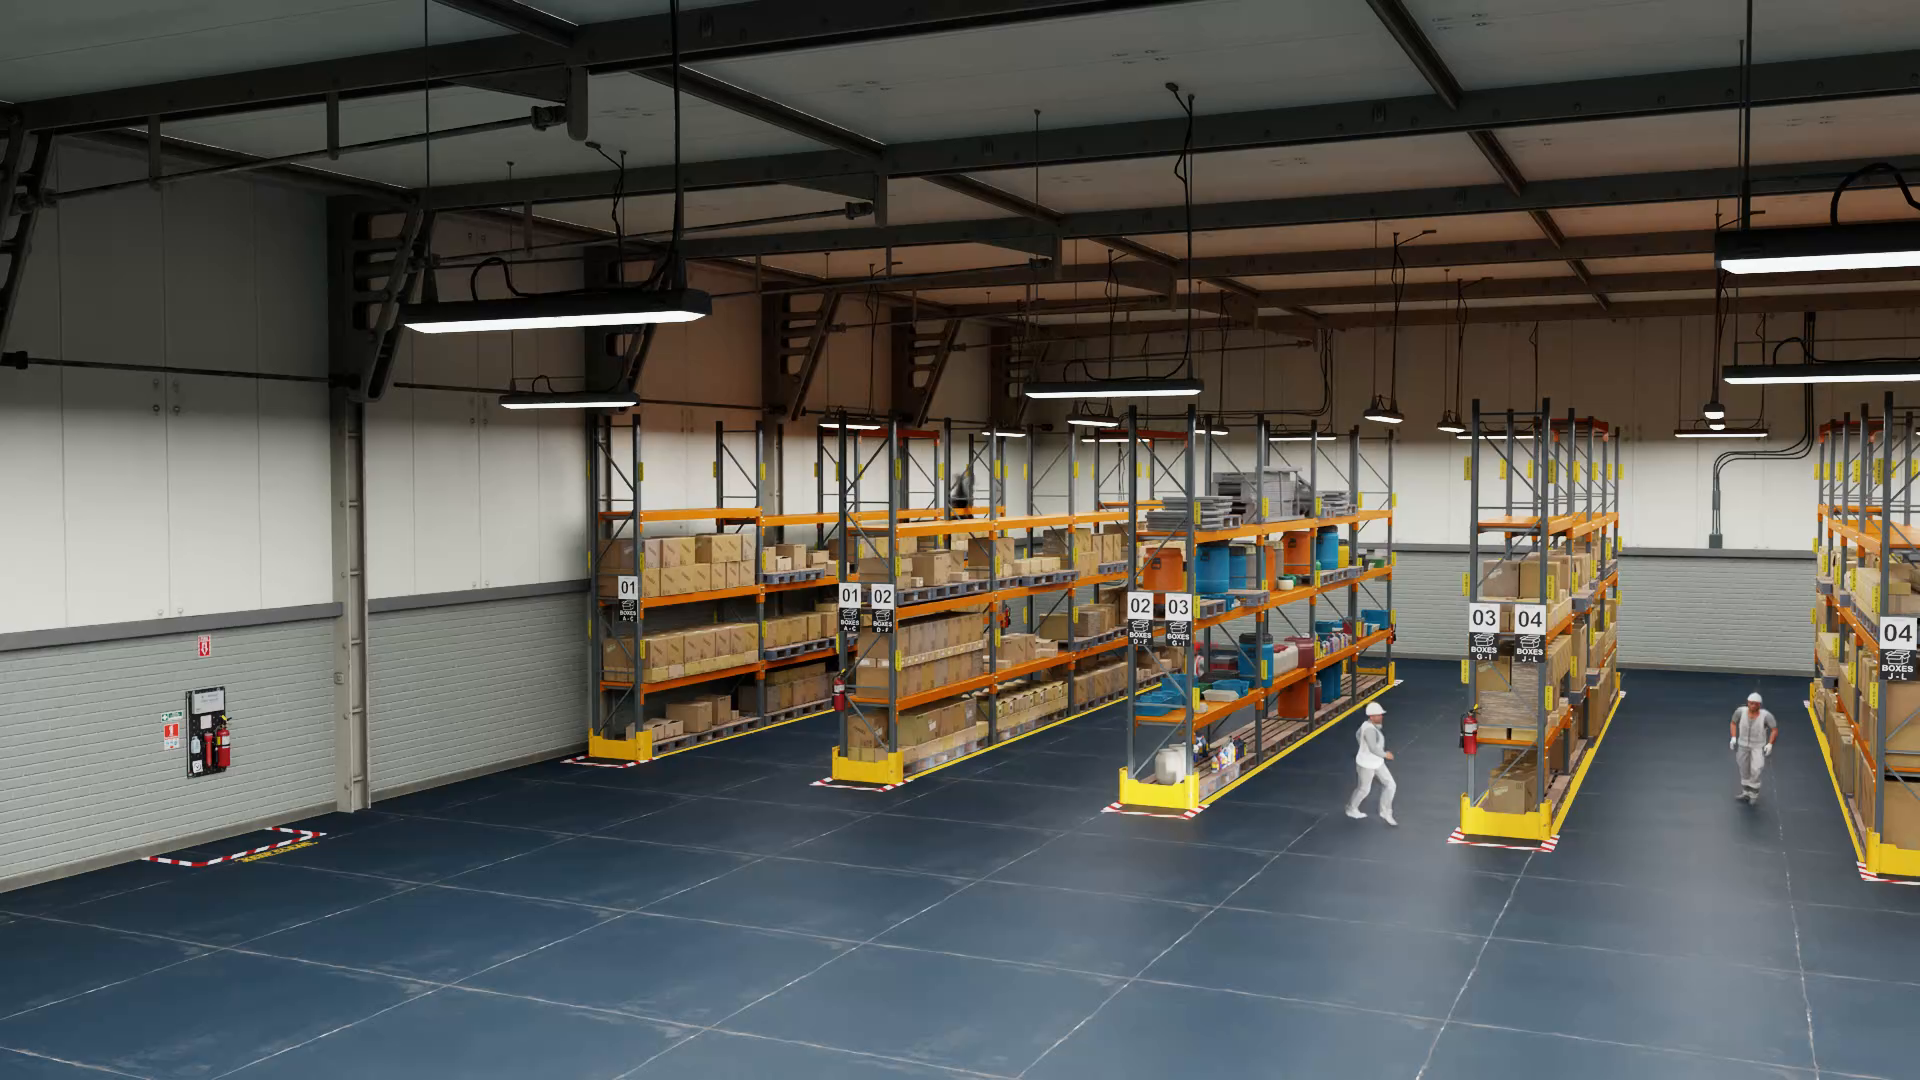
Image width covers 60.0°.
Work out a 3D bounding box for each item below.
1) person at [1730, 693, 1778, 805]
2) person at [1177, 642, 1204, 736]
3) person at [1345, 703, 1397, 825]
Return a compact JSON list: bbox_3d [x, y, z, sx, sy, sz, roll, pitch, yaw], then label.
[{"bbox_3d":[11.956,3.123,25.058,0.653,1.708,0.698,2,3,44],"label":"person"},{"bbox_3d":[4.428,2.788,31.454,0.884,1.759,0.744,-2,3,-40],"label":"person"},{"bbox_3d":[5.757,3.180,23.519,0.746,1.793,0.702,2,3,36],"label":"person"}]
